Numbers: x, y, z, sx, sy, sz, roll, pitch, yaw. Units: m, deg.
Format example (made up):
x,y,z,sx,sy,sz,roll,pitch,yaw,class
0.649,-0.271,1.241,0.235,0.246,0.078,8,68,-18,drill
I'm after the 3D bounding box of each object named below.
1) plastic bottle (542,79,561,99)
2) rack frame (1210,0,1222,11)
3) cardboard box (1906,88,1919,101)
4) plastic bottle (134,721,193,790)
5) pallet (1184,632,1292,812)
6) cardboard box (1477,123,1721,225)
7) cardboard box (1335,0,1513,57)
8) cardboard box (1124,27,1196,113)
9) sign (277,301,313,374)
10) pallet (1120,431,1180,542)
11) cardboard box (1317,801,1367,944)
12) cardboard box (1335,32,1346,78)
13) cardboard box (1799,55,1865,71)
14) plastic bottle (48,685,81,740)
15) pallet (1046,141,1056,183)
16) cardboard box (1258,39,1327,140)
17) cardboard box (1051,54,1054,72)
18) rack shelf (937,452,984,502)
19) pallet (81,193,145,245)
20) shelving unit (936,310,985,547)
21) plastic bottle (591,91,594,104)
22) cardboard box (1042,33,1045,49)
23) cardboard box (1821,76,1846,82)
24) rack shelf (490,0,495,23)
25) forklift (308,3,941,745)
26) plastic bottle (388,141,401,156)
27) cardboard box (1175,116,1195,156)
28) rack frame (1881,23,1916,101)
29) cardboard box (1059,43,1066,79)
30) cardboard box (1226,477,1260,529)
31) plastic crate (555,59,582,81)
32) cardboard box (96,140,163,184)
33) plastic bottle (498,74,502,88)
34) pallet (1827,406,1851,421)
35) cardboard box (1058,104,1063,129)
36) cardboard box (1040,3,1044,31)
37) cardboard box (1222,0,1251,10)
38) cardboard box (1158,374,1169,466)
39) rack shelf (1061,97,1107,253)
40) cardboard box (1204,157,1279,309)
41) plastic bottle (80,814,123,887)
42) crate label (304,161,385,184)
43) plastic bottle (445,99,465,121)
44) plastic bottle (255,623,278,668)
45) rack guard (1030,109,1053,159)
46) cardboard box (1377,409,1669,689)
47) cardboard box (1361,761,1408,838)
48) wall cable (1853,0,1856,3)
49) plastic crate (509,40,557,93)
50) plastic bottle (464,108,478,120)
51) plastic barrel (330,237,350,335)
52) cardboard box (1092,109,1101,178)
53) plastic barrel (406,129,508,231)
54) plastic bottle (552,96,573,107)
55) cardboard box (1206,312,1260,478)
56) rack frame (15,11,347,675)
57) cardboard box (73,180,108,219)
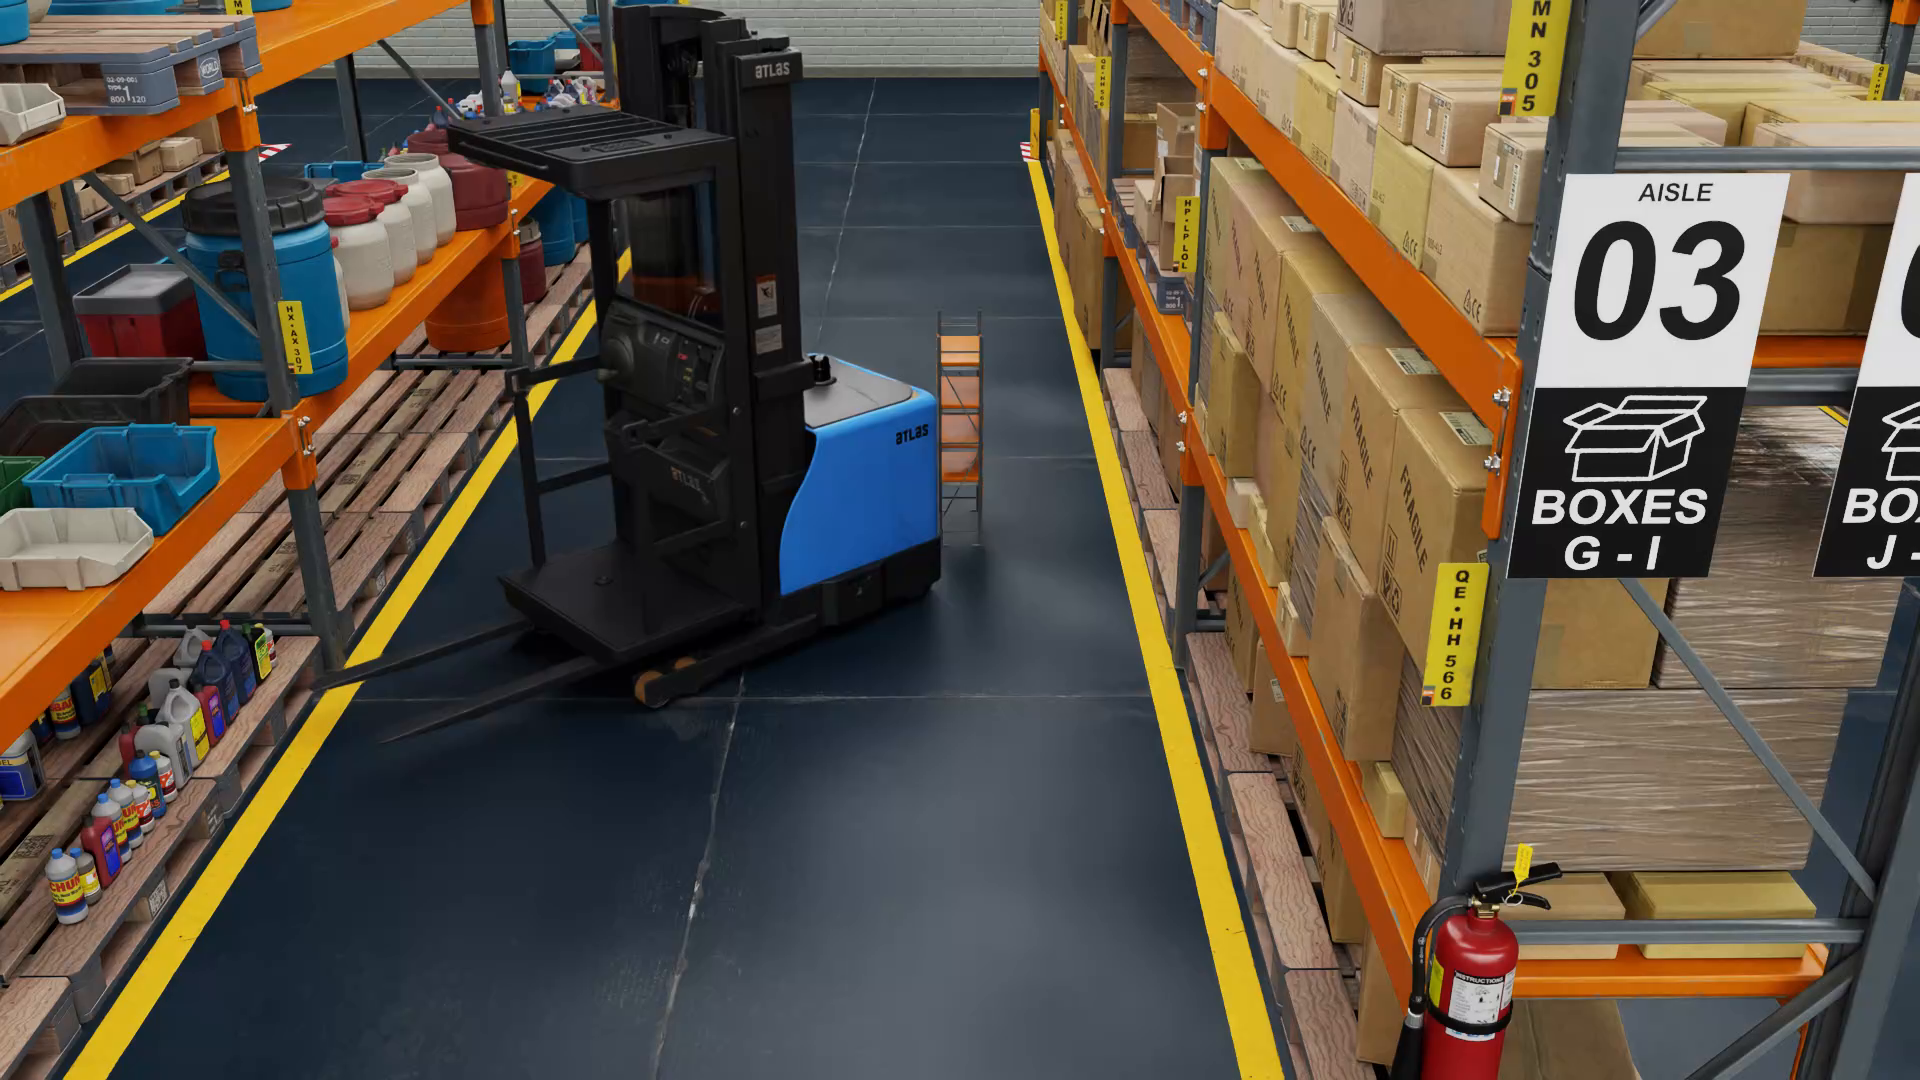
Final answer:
x,y,z,sx,sy,sz,roll,pitch,yaw,class
-3.326,-3.573,13.570,0.144,0.351,0.185,0,24,-1,plastic bottle
1.519,-3.509,6.088,1.000,3.000,0.127,0,24,-1,rack frame
6.624,-2.945,11.195,0.380,0.149,0.250,0,24,0,cardboard box
-3.135,0.831,6.545,0.152,0.276,0.135,0,24,0,plastic bottle
1.561,0.772,7.287,1.003,0.211,1.213,0,24,-1,pallet
1.247,-0.720,3.260,0.380,0.149,0.250,0,24,-1,cardboard box
1.292,-1.540,4.287,0.500,0.500,0.500,0,24,-1,cardboard box
1.483,-3.228,11.408,0.797,0.503,0.637,1,24,1,cardboard box
-2.884,-0.877,7.213,0.100,0.325,0.005,0,24,-1,sign
1.492,-0.330,9.723,1.003,0.211,1.213,0,24,-1,pallet
1.544,1.059,5.792,0.500,0.500,0.500,2,24,4,cardboard box
1.284,-1.369,4.696,0.380,0.149,0.250,-1,24,-3,cardboard box
6.610,-3.588,12.616,0.380,0.149,0.250,-1,24,-1,cardboard box
-3.718,0.683,6.876,0.097,0.271,0.097,0,24,0,plastic bottle
1.475,-4.120,18.104,1.003,0.211,1.213,0,24,-1,pallet
1.273,-1.464,5.390,0.500,0.250,0.500,-1,24,-3,cardboard box
1.086,-4.611,16.110,0.380,0.149,0.250,-1,24,-1,cardboard box
-0.002,-0.373,9.263,0.258,0.148,0.480,0,24,-1,rack shelf
-8.481,-3.041,15.718,1.003,0.211,1.213,0,24,-1,pallet
-0.002,-0.615,9.154,0.258,1.200,0.503,0,24,-1,shelving unit
-3.165,-3.750,14.143,0.097,0.201,0.097,0,24,0,plastic bottle
1.069,-5.247,17.515,0.380,0.149,0.250,-1,24,-2,cardboard box
5.969,-3.164,11.678,0.380,0.149,0.250,0,24,1,cardboard box
-3.499,-4.264,12.272,1.077,0.370,4.000,0,24,-1,rack shelf
-1.523,-0.815,7.494,3.031,2.935,1.130,-21,32,-38,forklift
-3.911,-2.608,11.518,0.061,0.283,0.133,0,24,-1,plastic bottle
1.627,-2.209,9.862,0.700,0.500,0.500,3,25,7,cardboard box
6.436,-2.404,10.926,1.000,3.000,0.127,0,24,-1,rack frame
1.164,-4.320,14.982,0.500,0.250,0.500,-1,24,-2,cardboard box
1.214,-0.159,6.266,0.380,0.149,0.250,0,24,-1,cardboard box
-3.802,-4.412,15.625,0.437,0.125,0.590,0,24,-1,plastic crate
-8.500,-3.866,16.653,0.797,0.503,0.637,0,24,-1,cardboard box
-3.944,-3.843,14.250,0.061,0.283,0.133,0,24,-1,plastic bottle
6.369,-0.809,10.781,1.003,0.211,1.213,0,24,-1,pallet
1.485,-4.305,17.197,0.875,0.875,0.875,0,24,-1,cardboard box
1.123,-5.588,17.787,0.500,0.250,0.500,-1,24,-2,cardboard box
1.214,-2.120,6.356,0.380,0.149,0.250,-1,24,-2,cardboard box
1.534,-0.747,9.761,0.700,0.500,0.500,2,24,4,cardboard box
1.453,-2.920,12.939,1.077,0.370,4.000,0,24,-1,rack shelf
1.269,-1.225,6.624,0.500,0.500,0.500,0,24,-1,cardboard box
-3.083,1.091,5.961,0.061,0.283,0.133,0,24,0,plastic bottle
-3.737,-2.007,10.004,0.502,0.435,0.616,0,24,-1,crate label
-3.885,-3.211,12.771,0.144,0.351,0.185,0,24,-1,plastic bottle
-3.118,0.470,7.434,0.097,0.201,0.097,0,24,0,plastic bottle
1.387,-4.591,18.794,1.175,0.500,0.348,0,24,-1,rack guard
1.309,0.011,3.891,0.500,0.500,0.500,0,24,-1,cardboard box
1.296,0.665,4.444,0.380,0.149,0.250,0,24,-1,cardboard box
12.630,-8.562,23.308,0.588,1.984,0.122,0,24,-1,wall cable
-3.867,-4.260,14.977,0.392,0.384,0.575,0,24,-1,plastic crate
-3.764,-3.194,12.828,0.097,0.271,0.097,0,24,0,plastic bottle
-3.225,-1.210,8.121,0.433,0.535,0.433,0,24,0,plastic barrel
1.222,-2.877,11.850,0.500,0.500,0.500,0,24,-1,cardboard box
-3.170,-2.273,10.472,0.600,0.536,0.708,0,24,-1,plastic barrel
-3.183,-3.418,13.319,0.152,0.276,0.135,0,24,-1,plastic bottle
1.432,-0.565,6.376,0.875,0.500,0.500,0,24,-1,cardboard box
-3.434,-0.753,7.275,1.000,3.000,0.127,0,24,-1,rack frame
-8.263,-3.178,15.366,0.500,0.311,0.500,0,24,-1,cardboard box
